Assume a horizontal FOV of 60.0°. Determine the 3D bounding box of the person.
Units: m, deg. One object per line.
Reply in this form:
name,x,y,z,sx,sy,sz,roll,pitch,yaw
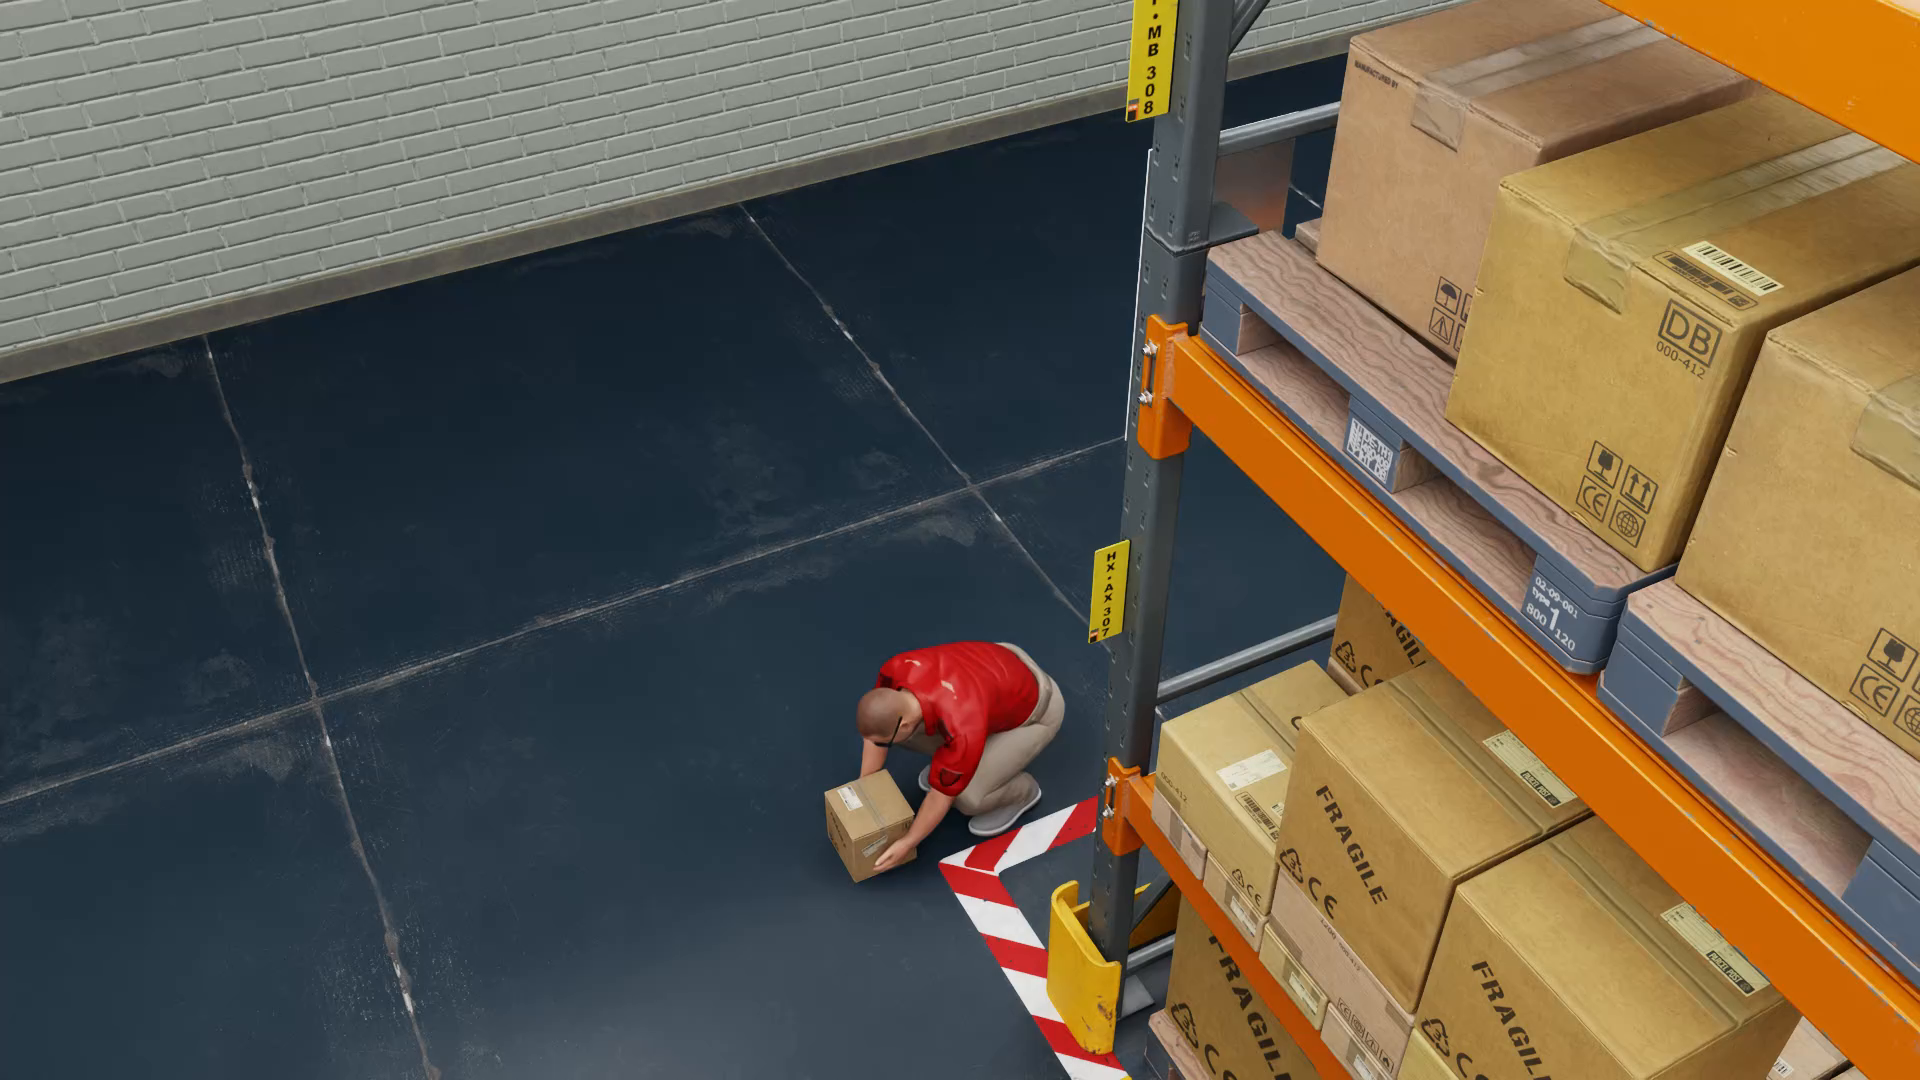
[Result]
person,-0.021,0.698,6.034,0.880,0.865,0.549,-24,46,-25
